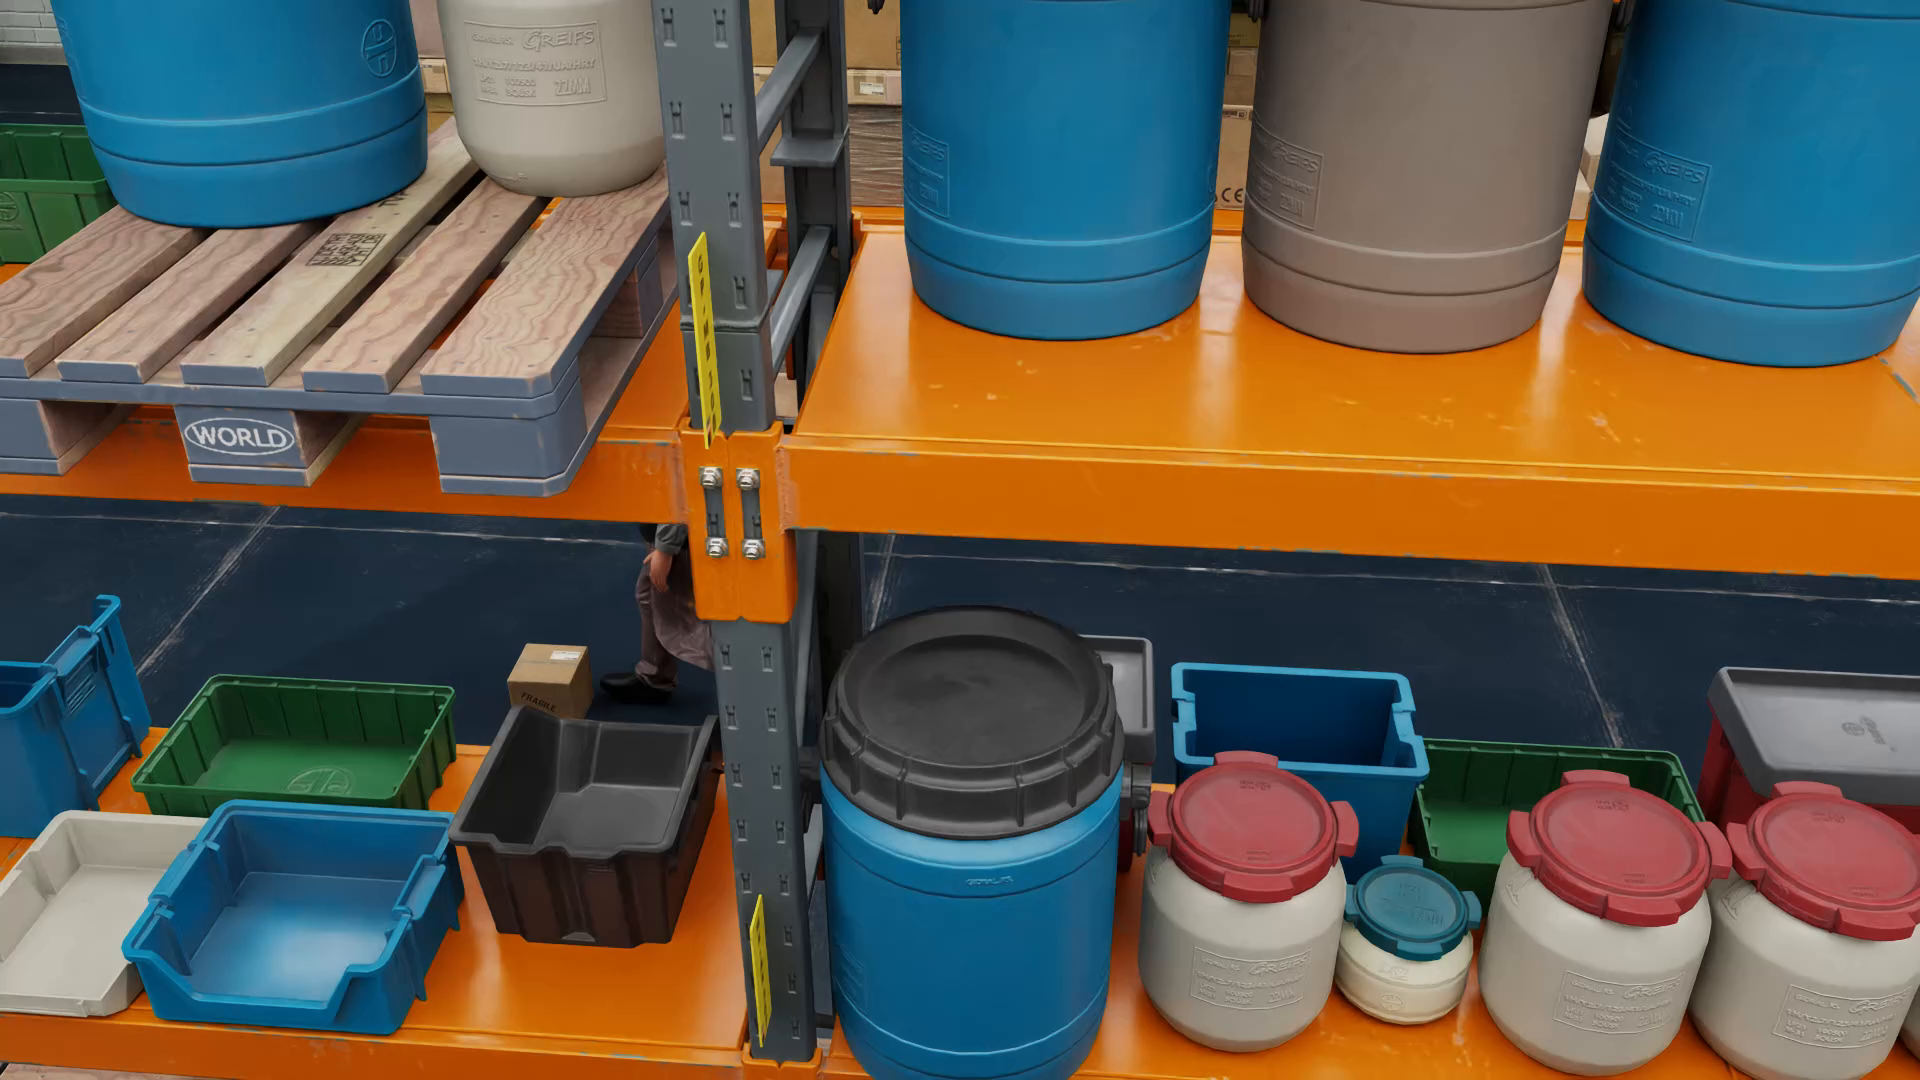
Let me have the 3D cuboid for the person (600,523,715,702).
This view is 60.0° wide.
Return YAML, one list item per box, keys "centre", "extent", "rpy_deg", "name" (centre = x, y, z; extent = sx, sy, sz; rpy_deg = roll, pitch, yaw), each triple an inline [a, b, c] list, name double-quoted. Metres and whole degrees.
- centre: [-1.052, -0.044, 6.229]
  extent: [0.824, 1.693, 0.545]
  rpy_deg: [1, 32, 1]
  name: "person"
